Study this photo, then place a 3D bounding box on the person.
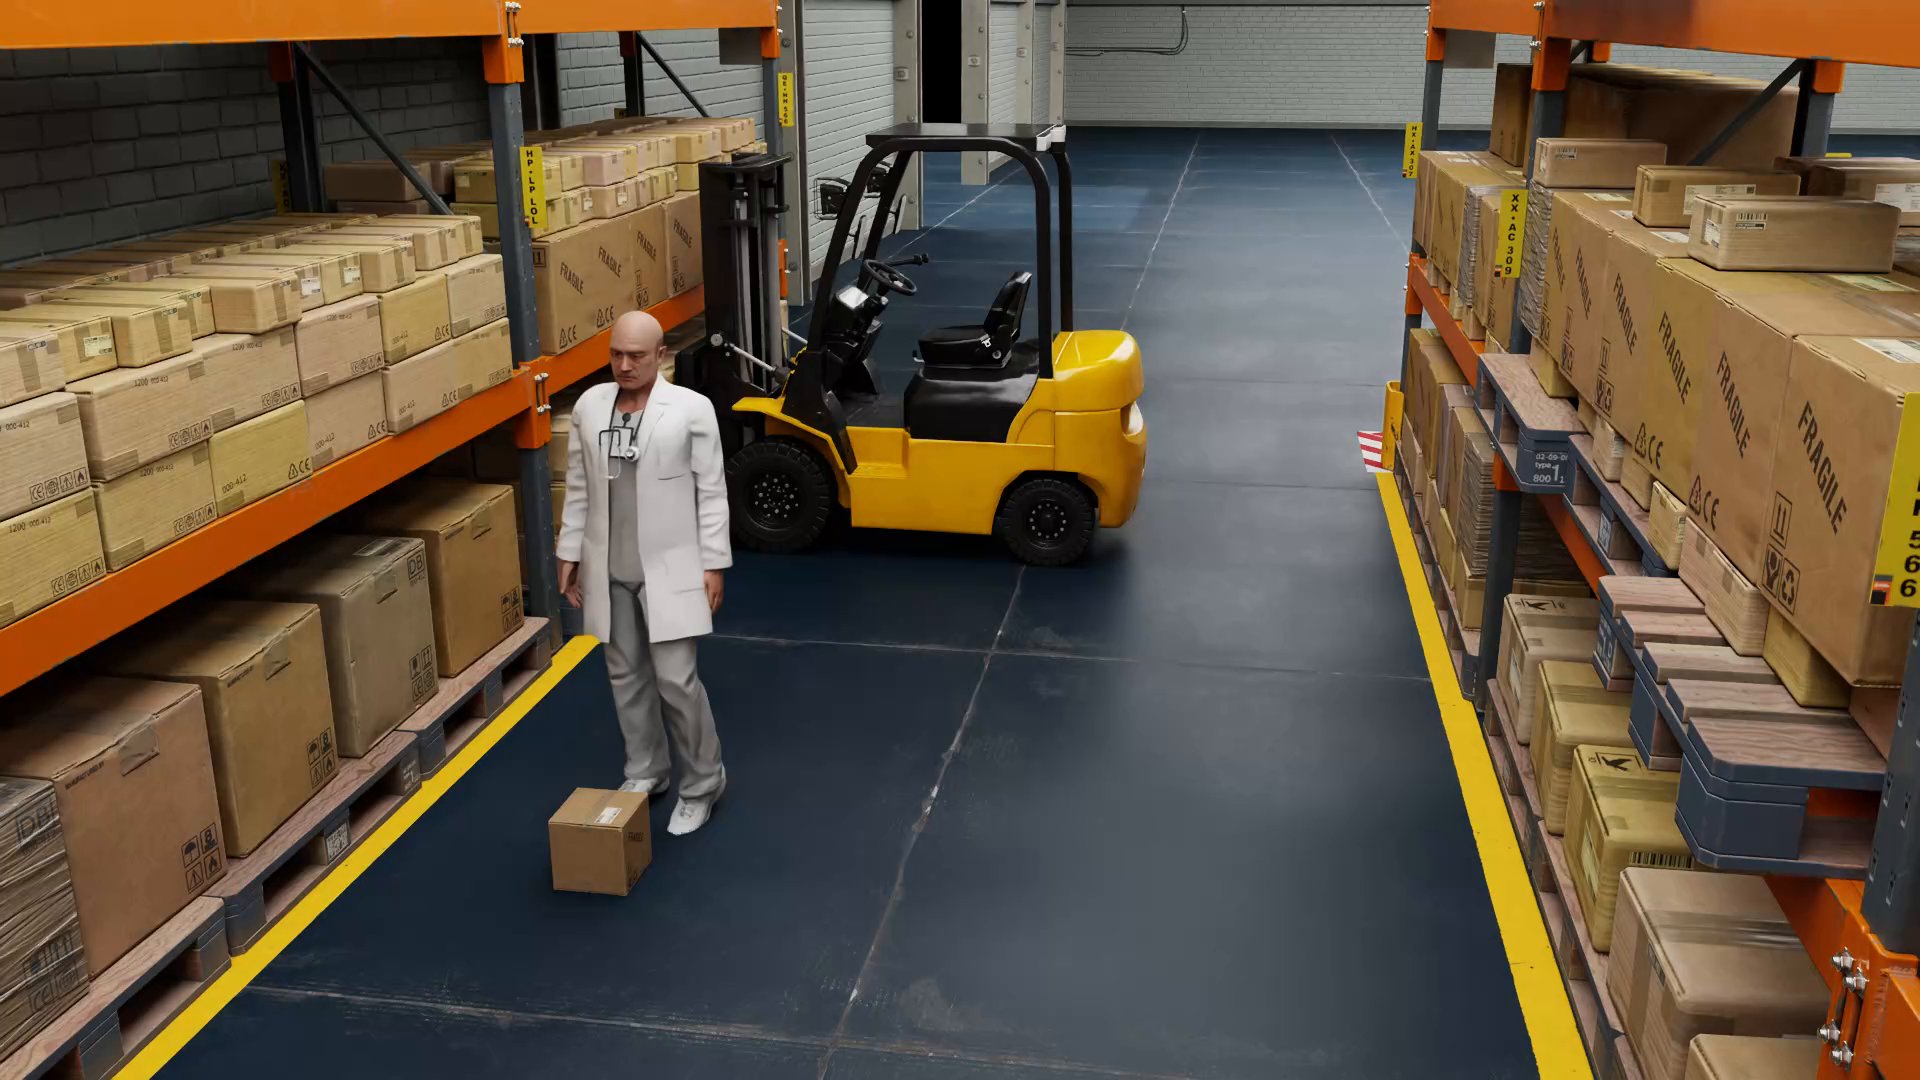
[{"bbox_3d":[-1.112,0.134,5.720,0.634,1.839,0.393,5,18,15],"label":"person"}]
